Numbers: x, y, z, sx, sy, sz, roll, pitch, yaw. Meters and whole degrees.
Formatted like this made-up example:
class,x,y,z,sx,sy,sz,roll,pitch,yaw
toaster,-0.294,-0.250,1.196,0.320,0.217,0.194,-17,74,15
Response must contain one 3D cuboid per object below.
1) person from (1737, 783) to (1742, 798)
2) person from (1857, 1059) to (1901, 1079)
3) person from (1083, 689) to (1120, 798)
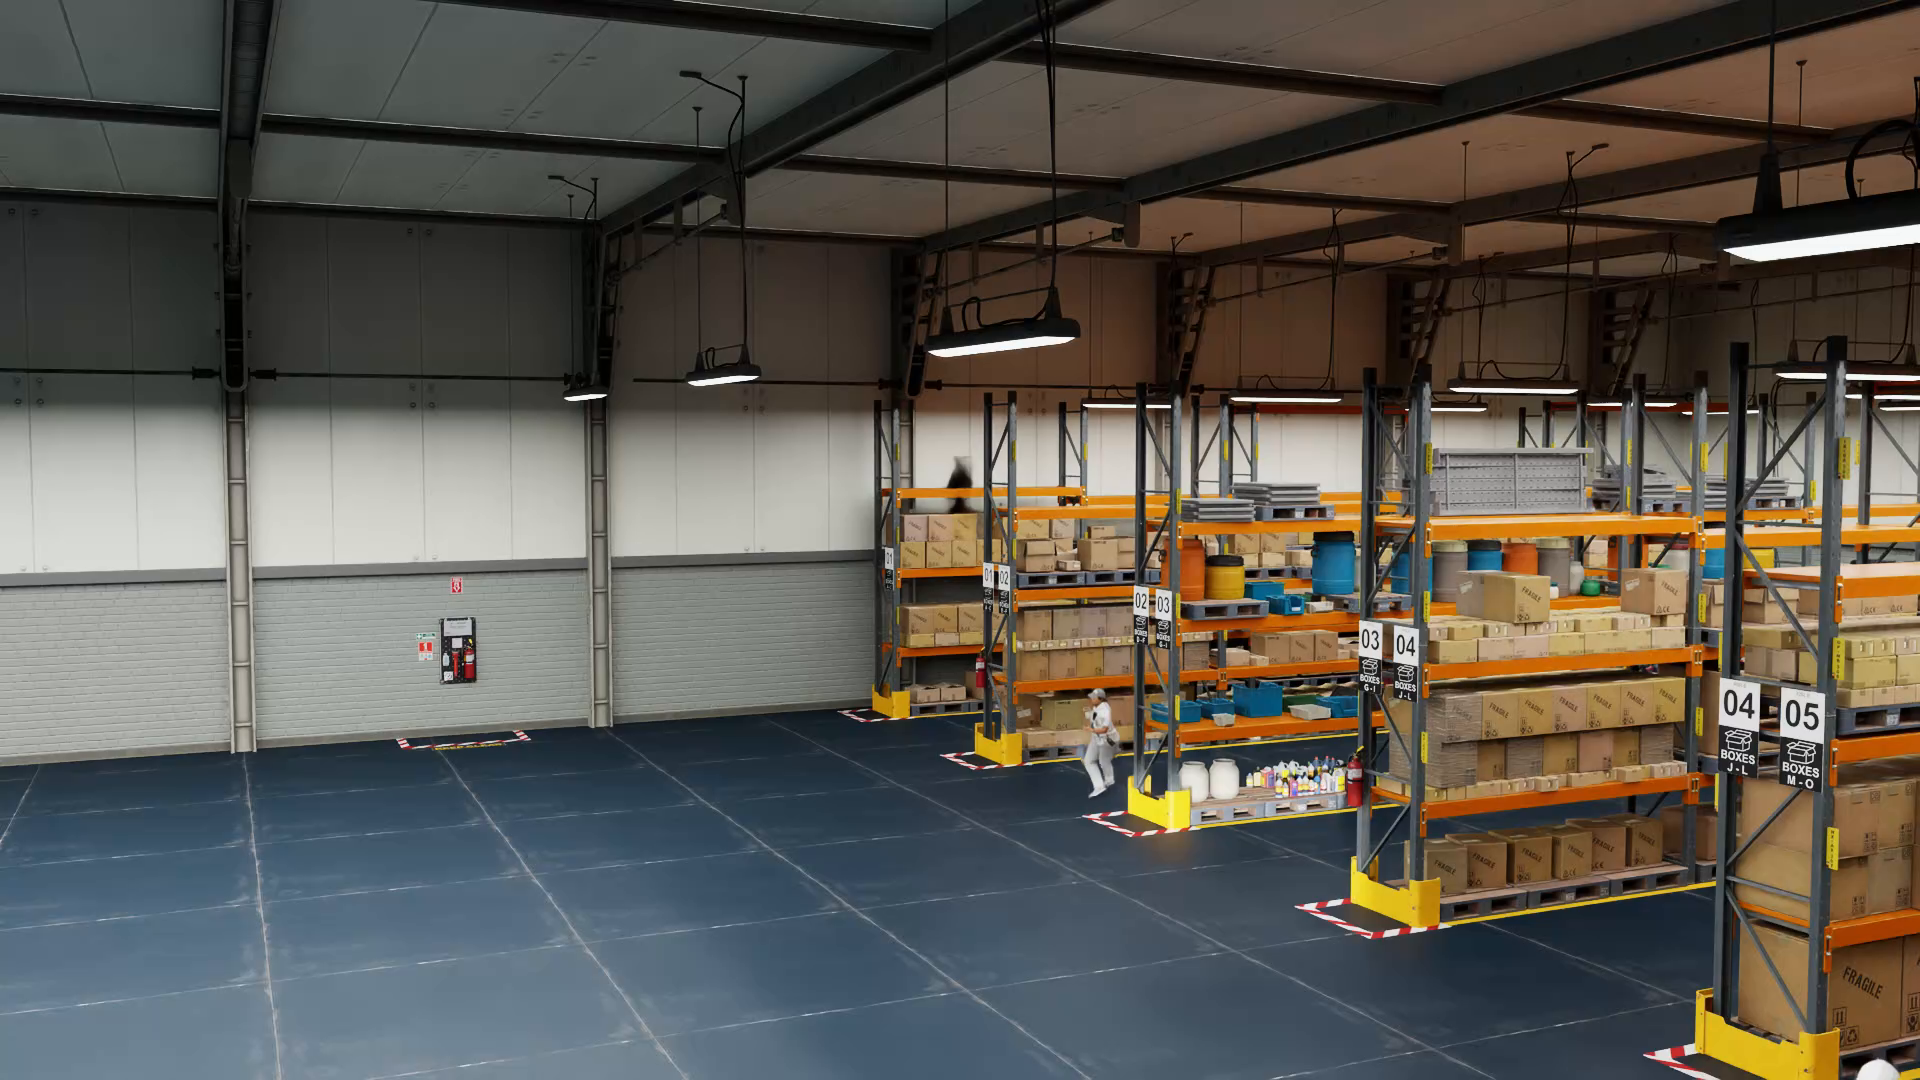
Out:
class,x,y,z,sx,sy,sz,roll,pitch,yaw
person,10.647,2.994,22.848,0.810,1.737,0.593,-1,4,-20
person,5.086,3.732,9.192,0.703,1.782,0.626,-3,4,-40
person,2.104,2.957,24.387,0.684,1.615,0.730,-2,4,-27
